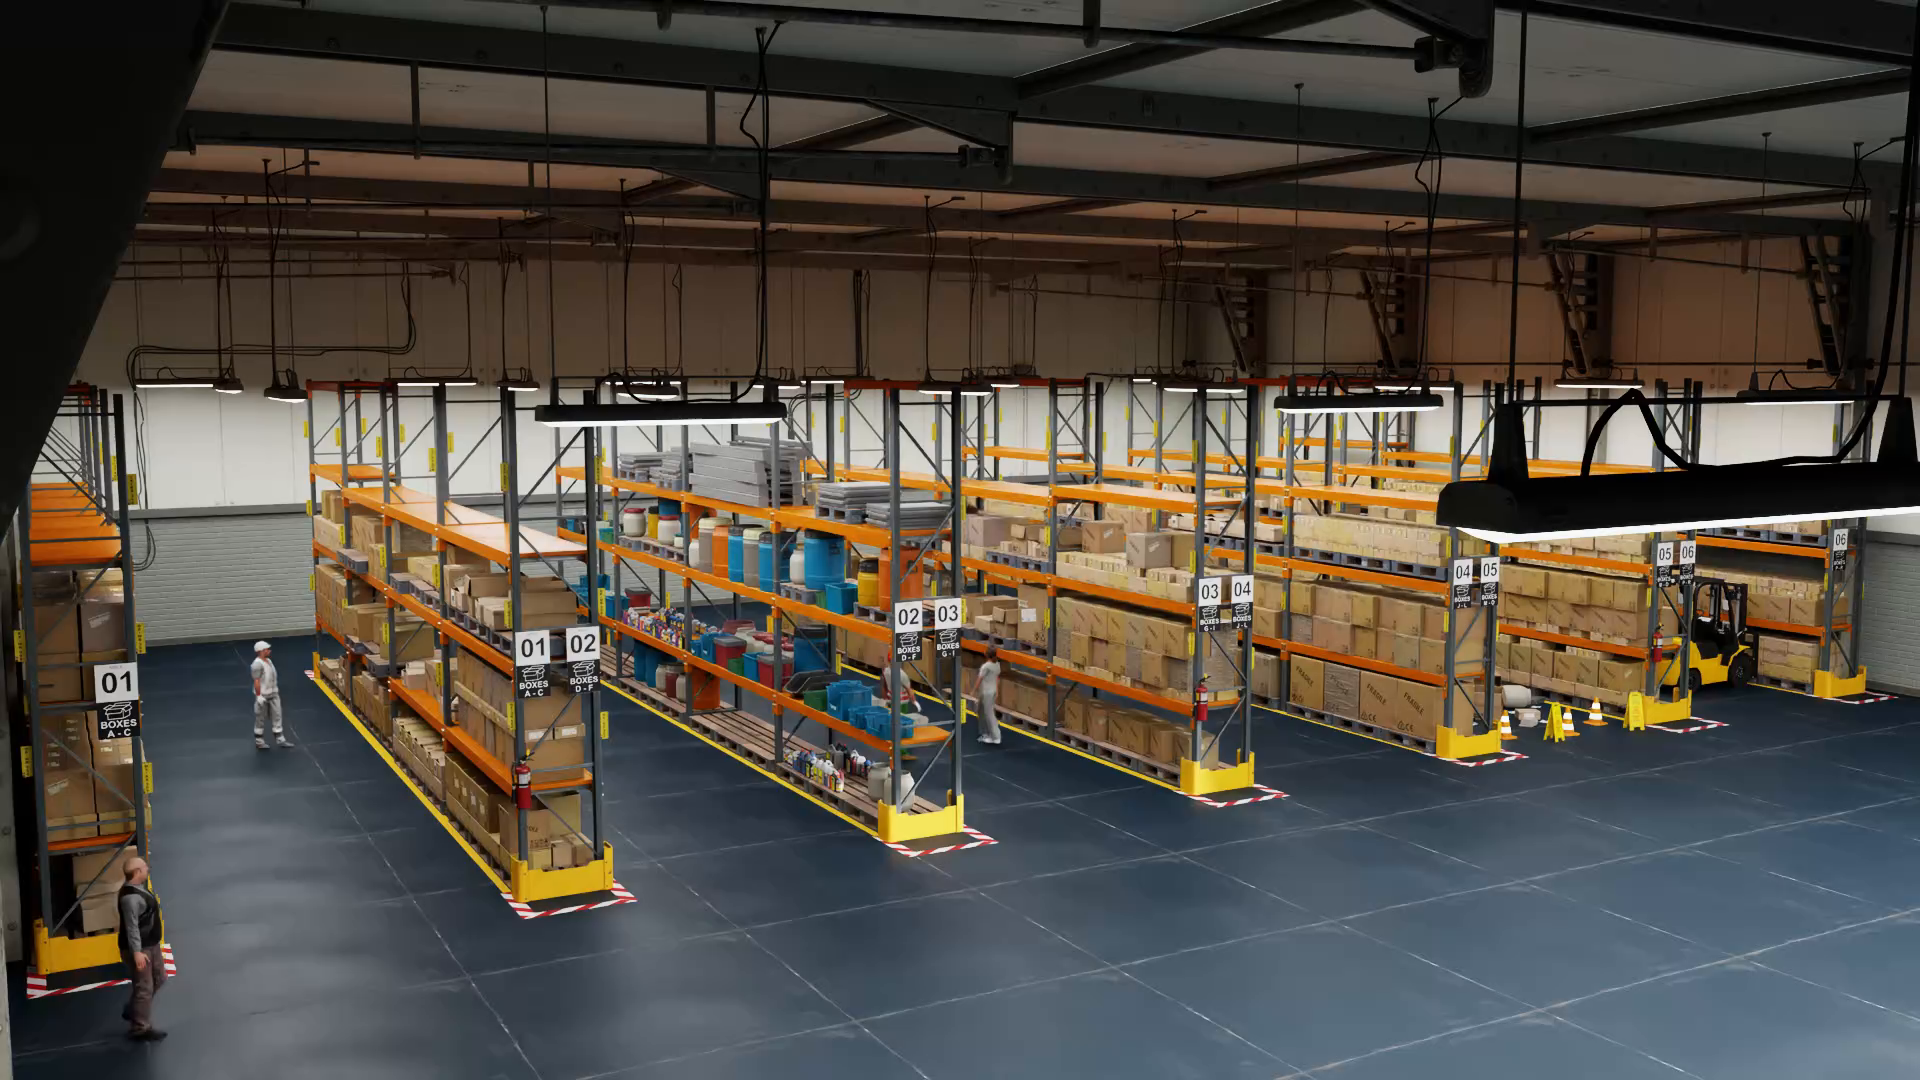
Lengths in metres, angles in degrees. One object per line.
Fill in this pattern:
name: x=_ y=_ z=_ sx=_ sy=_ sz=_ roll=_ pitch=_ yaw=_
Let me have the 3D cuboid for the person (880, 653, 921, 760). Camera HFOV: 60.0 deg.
person: x=-0.975 y=2.629 z=26.567 sx=0.564 sy=1.809 sz=0.617 roll=-3 pitch=7 yaw=-29

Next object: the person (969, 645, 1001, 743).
person: x=0.437 y=2.585 z=27.653 sx=0.546 sy=1.713 sz=0.472 roll=2 pitch=7 yaw=21

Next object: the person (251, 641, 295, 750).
person: x=-11.308 y=2.547 z=27.288 sx=0.599 sy=1.791 sz=0.577 roll=2 pitch=7 yaw=21

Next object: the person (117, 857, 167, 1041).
person: x=-7.718 y=3.827 z=15.604 sx=0.483 sy=1.725 sz=0.589 roll=-1 pitch=6 yaw=-10
